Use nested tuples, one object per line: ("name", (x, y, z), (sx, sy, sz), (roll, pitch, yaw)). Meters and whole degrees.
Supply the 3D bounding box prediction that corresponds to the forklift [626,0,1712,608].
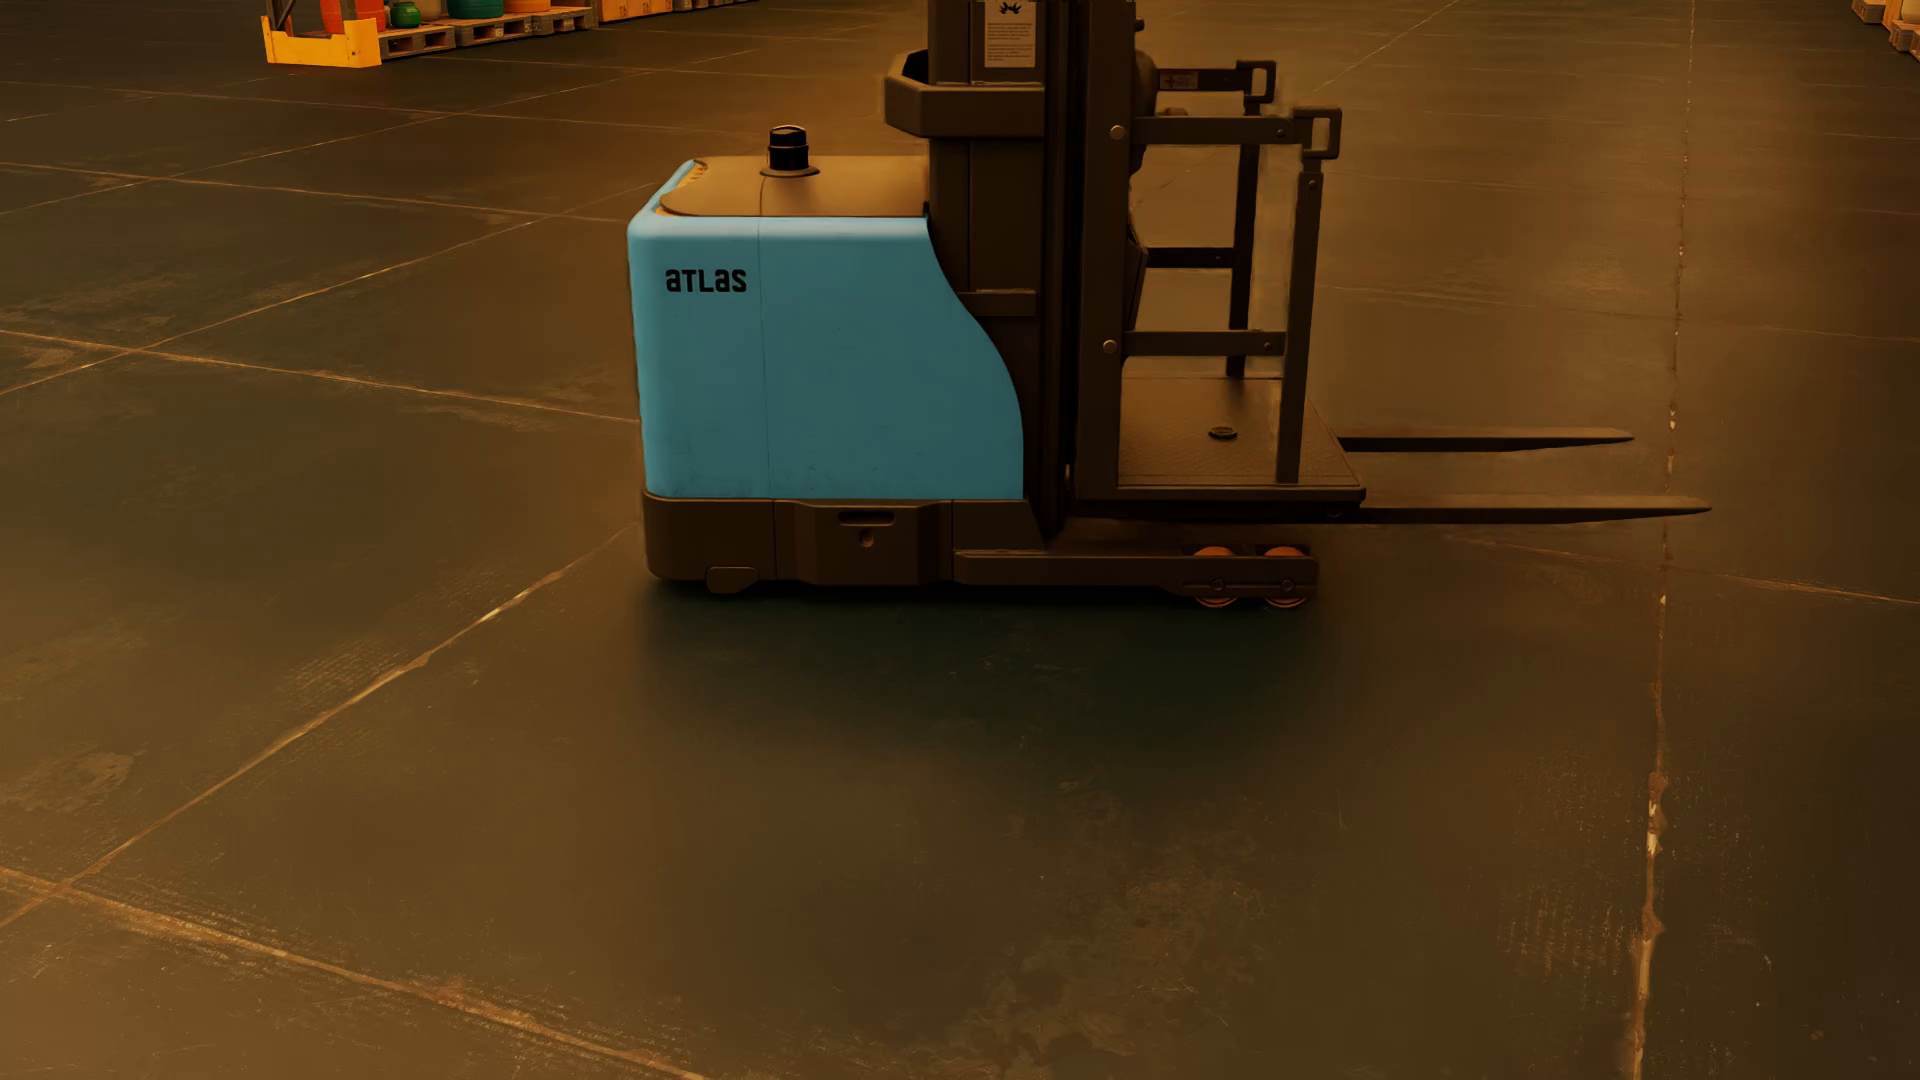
("forklift", (0.631, -1.370, 4.571), (3.031, 2.935, 1.130), (0, 23, 1))
